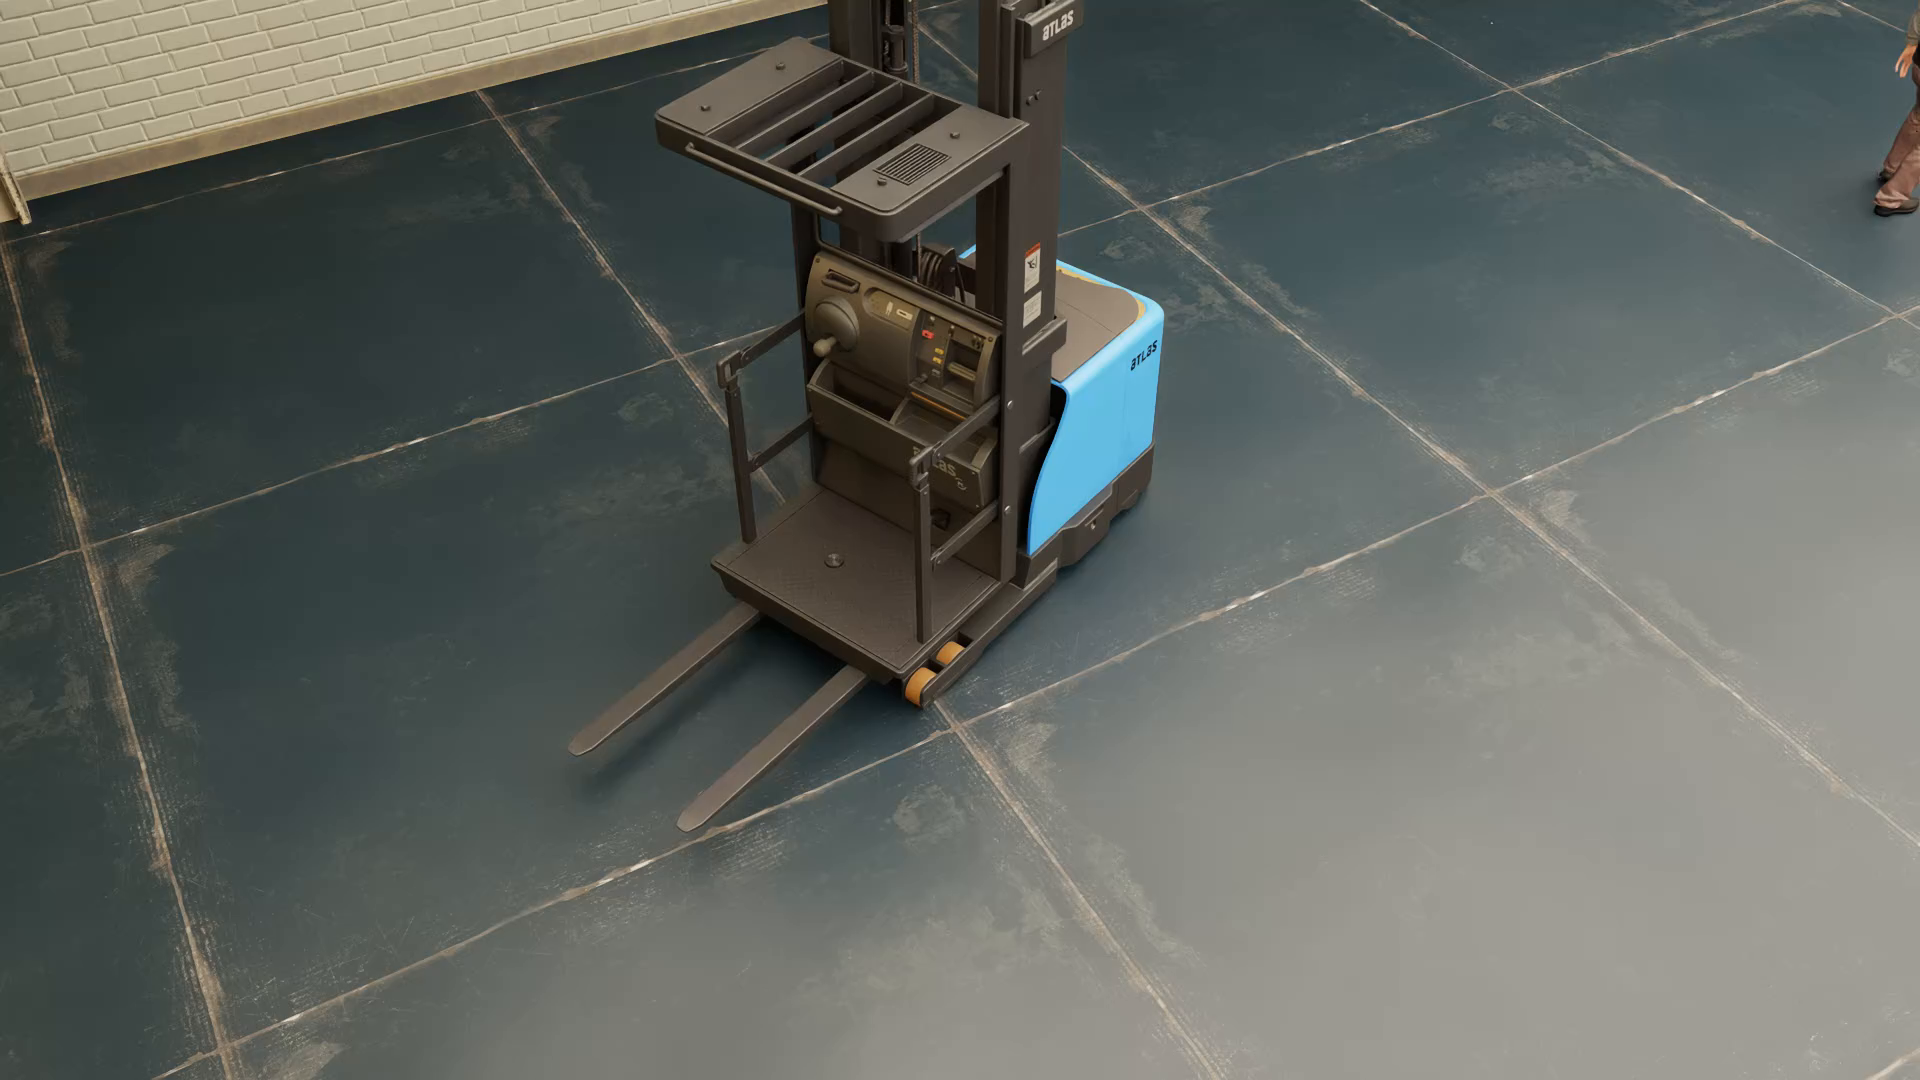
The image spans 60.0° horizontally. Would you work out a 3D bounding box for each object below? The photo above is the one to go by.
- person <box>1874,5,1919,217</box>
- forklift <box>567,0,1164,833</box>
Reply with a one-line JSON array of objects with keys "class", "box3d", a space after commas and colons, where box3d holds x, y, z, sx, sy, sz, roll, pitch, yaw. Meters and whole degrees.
[{"class": "person", "box3d": [5.707, -2.668, 9.519, 0.562, 1.764, 0.621, -12, 44, -12]}, {"class": "forklift", "box3d": [-0.375, -0.749, 6.505, 1.130, 2.935, 3.031, 28, 50, 27]}]
